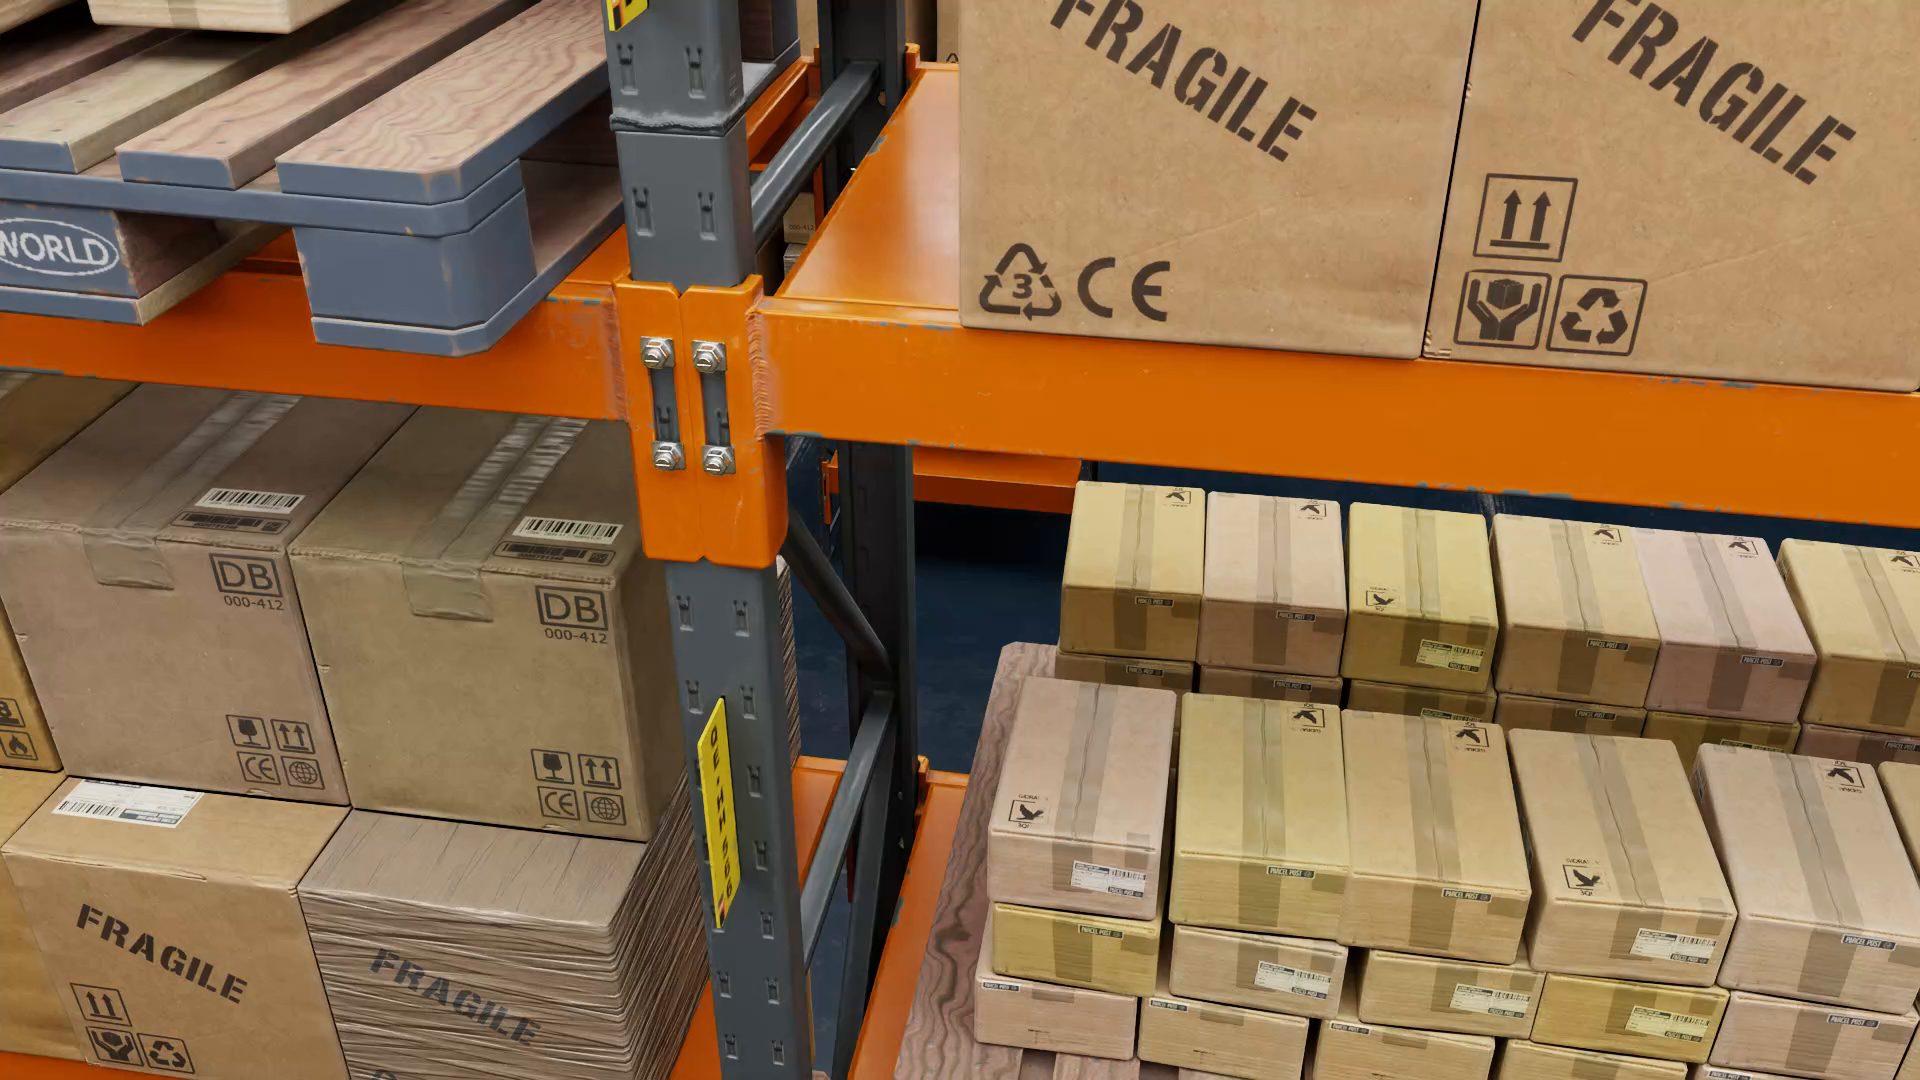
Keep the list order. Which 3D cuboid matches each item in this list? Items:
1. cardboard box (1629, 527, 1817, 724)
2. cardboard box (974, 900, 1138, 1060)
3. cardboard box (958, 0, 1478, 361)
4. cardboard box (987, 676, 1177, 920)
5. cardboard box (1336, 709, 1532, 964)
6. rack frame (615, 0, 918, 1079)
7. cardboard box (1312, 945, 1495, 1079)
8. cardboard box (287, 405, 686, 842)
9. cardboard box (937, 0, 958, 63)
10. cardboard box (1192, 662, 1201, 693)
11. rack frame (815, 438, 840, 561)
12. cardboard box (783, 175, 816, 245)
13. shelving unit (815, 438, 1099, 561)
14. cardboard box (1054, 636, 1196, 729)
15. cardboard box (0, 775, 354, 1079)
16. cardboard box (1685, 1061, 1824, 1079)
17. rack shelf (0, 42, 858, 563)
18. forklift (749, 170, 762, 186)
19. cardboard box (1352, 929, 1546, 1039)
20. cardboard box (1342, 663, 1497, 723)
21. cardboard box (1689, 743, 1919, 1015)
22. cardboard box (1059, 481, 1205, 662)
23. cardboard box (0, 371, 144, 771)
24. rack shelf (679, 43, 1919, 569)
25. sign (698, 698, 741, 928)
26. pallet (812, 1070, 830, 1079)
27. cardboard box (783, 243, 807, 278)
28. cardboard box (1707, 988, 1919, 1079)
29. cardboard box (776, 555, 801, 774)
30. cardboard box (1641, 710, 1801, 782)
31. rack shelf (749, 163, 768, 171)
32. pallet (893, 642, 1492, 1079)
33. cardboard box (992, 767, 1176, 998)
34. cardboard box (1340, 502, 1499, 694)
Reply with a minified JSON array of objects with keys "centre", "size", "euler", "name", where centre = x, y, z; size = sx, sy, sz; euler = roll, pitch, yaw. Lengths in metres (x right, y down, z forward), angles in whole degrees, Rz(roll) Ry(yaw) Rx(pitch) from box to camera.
[{"centre":[1.334,0.145,2.971],"size":[0.250,0.149,0.380],"euler":[5,32,8],"name":"cardboard box"},{"centre":[0.175,0.645,2.733],"size":[0.250,0.149,0.380],"euler":[5,32,8],"name":"cardboard box"},{"centre":[0.286,-0.552,1.884],"size":[0.500,0.500,0.500],"euler":[5,32,8],"name":"cardboard box"},{"centre":[0.195,0.391,2.579],"size":[0.250,0.149,0.380],"euler":[5,32,8],"name":"cardboard box"},{"centre":[0.697,0.437,2.505],"size":[0.250,0.149,0.380],"euler":[5,32,8],"name":"cardboard box"},{"centre":[-0.232,0.571,3.010],"size":[0.127,3.000,1.000],"euler":[5,32,8],"name":"rack frame"},{"centre":[0.705,0.693,2.656],"size":[0.250,0.149,0.380],"euler":[7,33,11],"name":"cardboard box"},{"centre":[-0.673,0.060,2.791],"size":[0.500,0.500,0.700],"euler":[5,32,8],"name":"cardboard box"},{"centre":[0.163,-2.261,7.046],"size":[0.500,0.500,0.500],"euler":[1,32,2],"name":"cardboard box"},{"centre":[0.576,0.327,3.242],"size":[0.250,0.149,0.380],"euler":[5,32,8],"name":"cardboard box"},{"centre":[-0.494,-0.522,6.523],"size":[0.032,1.125,0.500],"euler":[5,32,8],"name":"rack frame"},{"centre":[-0.488,-1.545,7.625],"size":[0.500,0.250,0.500],"euler":[9,33,14],"name":"cardboard box"},{"centre":[0.007,-0.476,6.451],"size":[1.048,1.125,0.538],"euler":[5,32,8],"name":"shelving unit"},{"centre":[0.331,0.180,3.196],"size":[0.250,0.149,0.380],"euler":[6,33,9],"name":"cardboard box"},{"centre":[-1.213,0.584,2.896],"size":[0.500,0.500,0.500],"euler":[5,32,8],"name":"cardboard box"},{"centre":[1.234,0.739,2.583],"size":[0.250,0.149,0.380],"euler":[6,33,10],"name":"cardboard box"},{"centre":[-2.204,-0.574,2.690],"size":[4.000,0.370,1.077],"euler":[5,32,8],"name":"rack shelf"},{"centre":[-1.214,-2.999,8.779],"size":[3.031,2.935,1.130],"euler":[5,32,9],"name":"forklift"},{"centre":[0.742,0.567,2.577],"size":[0.250,0.149,0.380],"euler":[4,32,7],"name":"cardboard box"},{"centre":[0.854,0.225,3.124],"size":[0.250,0.149,0.380],"euler":[6,33,9],"name":"cardboard box"},{"centre":[1.225,0.484,2.430],"size":[0.250,0.149,0.380],"euler":[7,33,10],"name":"cardboard box"},{"centre":[0.328,0.052,3.121],"size":[0.250,0.149,0.380],"euler":[4,32,6],"name":"cardboard box"},{"centre":[-1.678,-0.029,2.933],"size":[0.500,0.500,0.700],"euler":[5,32,7],"name":"cardboard box"},{"centre":[1.739,-0.217,2.120],"size":[4.000,0.370,1.077],"euler":[5,32,8],"name":"rack shelf"},{"centre":[-0.323,0.371,2.239],"size":[0.005,0.325,0.100],"euler":[5,32,8],"name":"sign"},{"centre":[-0.997,1.644,3.925],"size":[1.213,0.211,1.003],"euler":[5,32,8],"name":"pallet"},{"centre":[-0.511,-1.233,7.834],"size":[0.500,0.500,0.700],"euler":[3,32,4],"name":"cardboard box"},{"centre":[1.236,0.612,2.505],"size":[0.250,0.149,0.380],"euler":[5,32,8],"name":"cardboard box"},{"centre":[-0.630,0.348,3.273],"size":[0.500,0.500,0.500],"euler":[6,32,9],"name":"cardboard box"},{"centre":[1.346,0.271,3.051],"size":[0.250,0.149,0.380],"euler":[5,32,8],"name":"cardboard box"},{"centre":[-1.270,-1.887,7.616],"size":[4.000,0.370,1.077],"euler":[5,32,8],"name":"rack shelf"},{"centre":[0.488,0.661,3.048],"size":[1.003,0.211,1.213],"euler":[5,32,8],"name":"pallet"},{"centre":[0.210,0.522,2.650],"size":[0.250,0.149,0.380],"euler":[7,33,10],"name":"cardboard box"},{"centre":[0.833,0.099,3.046],"size":[0.250,0.149,0.380],"euler":[6,33,10],"name":"cardboard box"}]
